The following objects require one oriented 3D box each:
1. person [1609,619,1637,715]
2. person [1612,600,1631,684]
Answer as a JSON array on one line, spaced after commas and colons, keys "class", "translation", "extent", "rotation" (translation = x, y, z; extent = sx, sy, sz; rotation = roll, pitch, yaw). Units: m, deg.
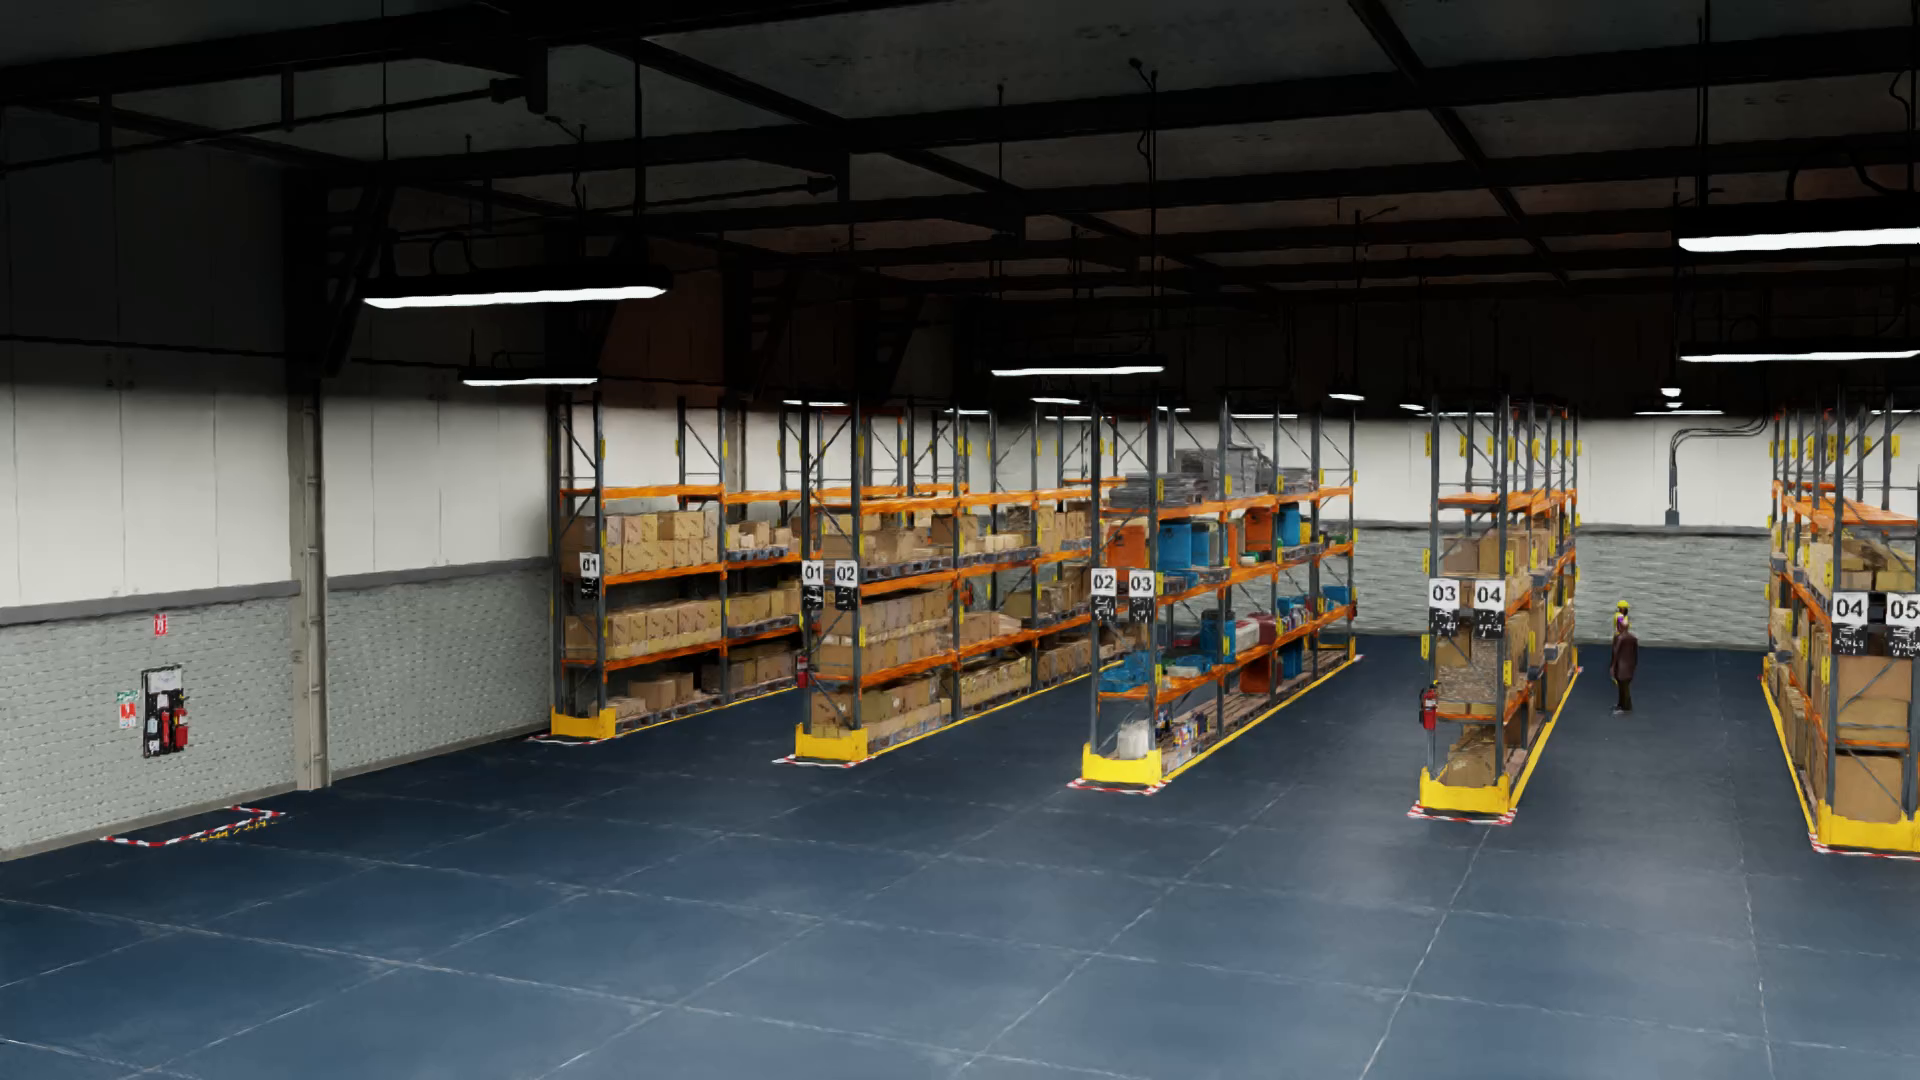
[{"class": "person", "translation": [12.440, 2.368, 31.259], "extent": [0.677, 1.775, 0.636], "rotation": [-2, 4, -35]}, {"class": "person", "translation": [14.045, 2.158, 35.267], "extent": [0.390, 1.769, 0.657], "rotation": [1, 3, 18]}]
